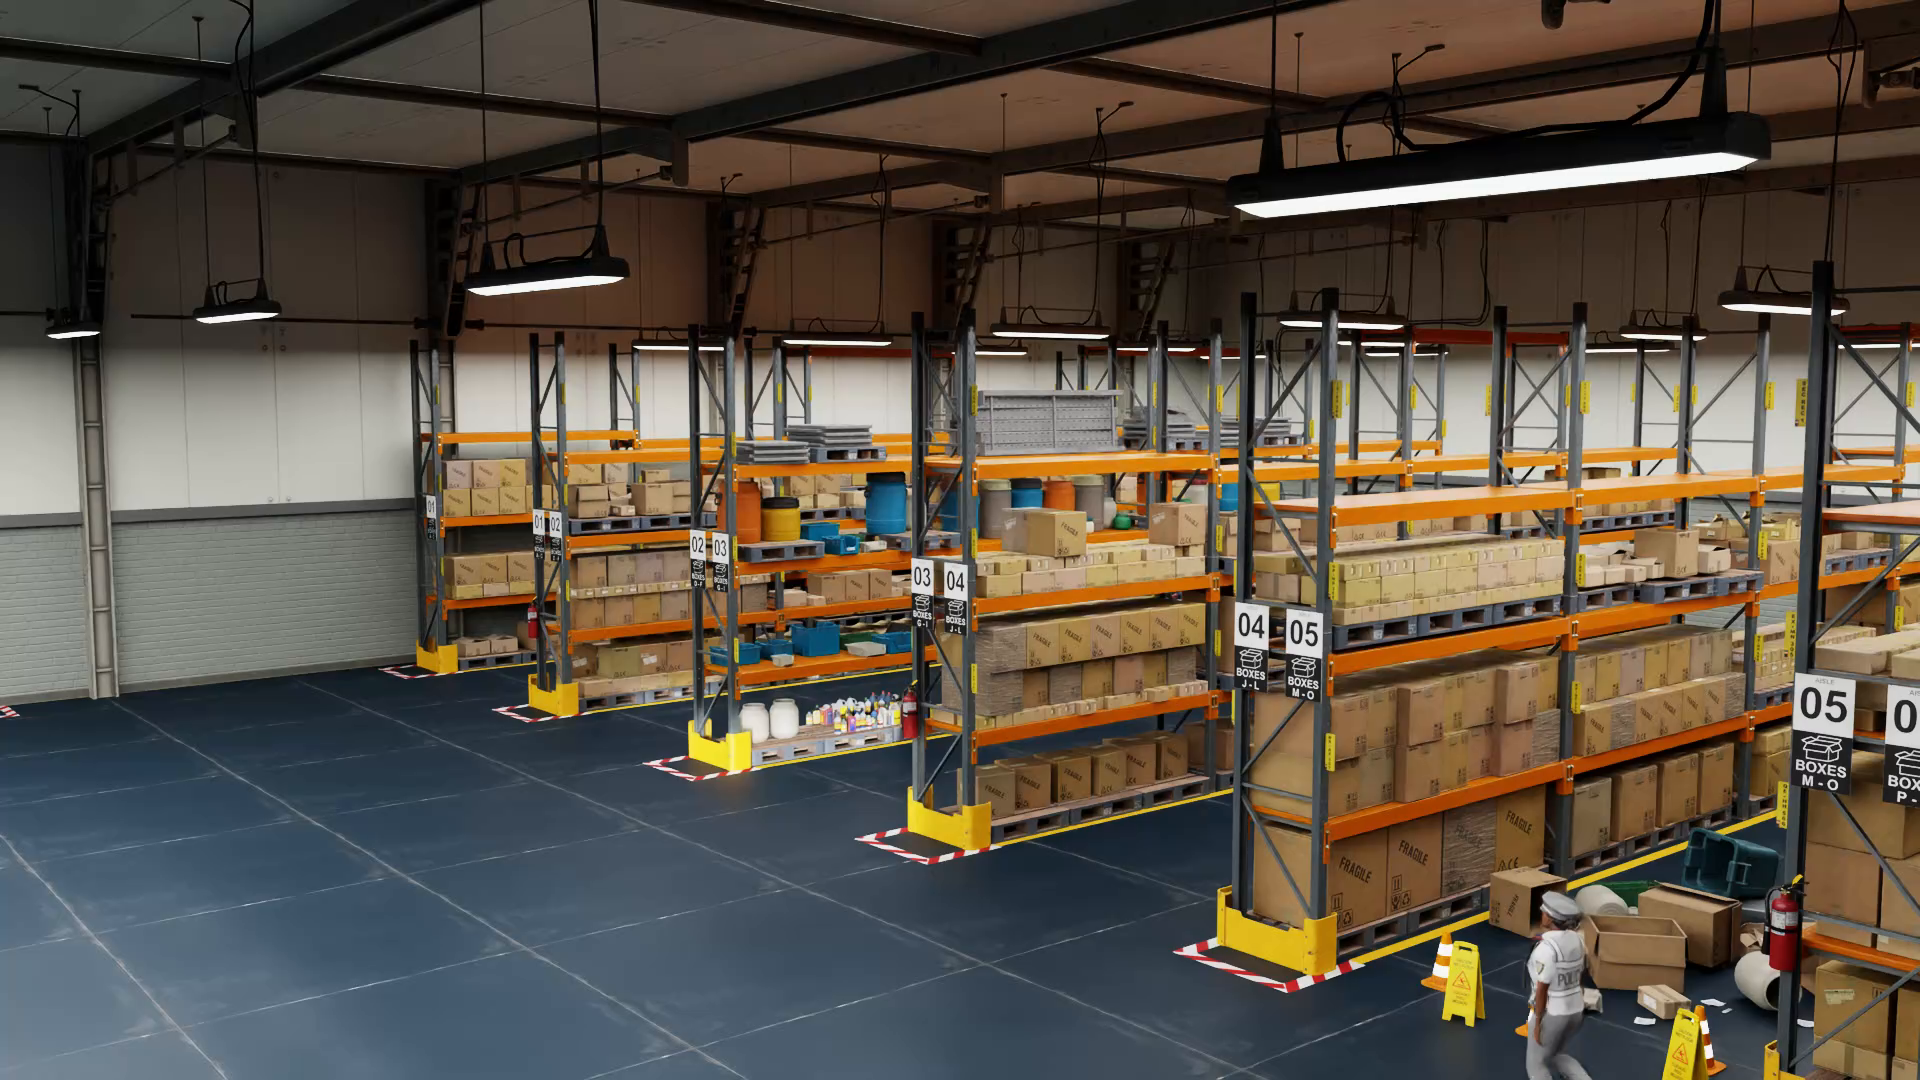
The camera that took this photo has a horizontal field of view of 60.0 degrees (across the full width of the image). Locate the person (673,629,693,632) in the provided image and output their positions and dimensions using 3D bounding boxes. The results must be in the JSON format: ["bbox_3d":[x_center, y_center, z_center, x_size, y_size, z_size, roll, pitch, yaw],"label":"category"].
[{"bbox_3d":[-5.125,1.545,29.733,0.562,1.709,0.972,4,7,40],"label":"person"}]

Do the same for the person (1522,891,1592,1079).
[{"bbox_3d":[4.133,3.257,11.423,0.458,1.669,0.604,-4,7,-39],"label":"person"}]
